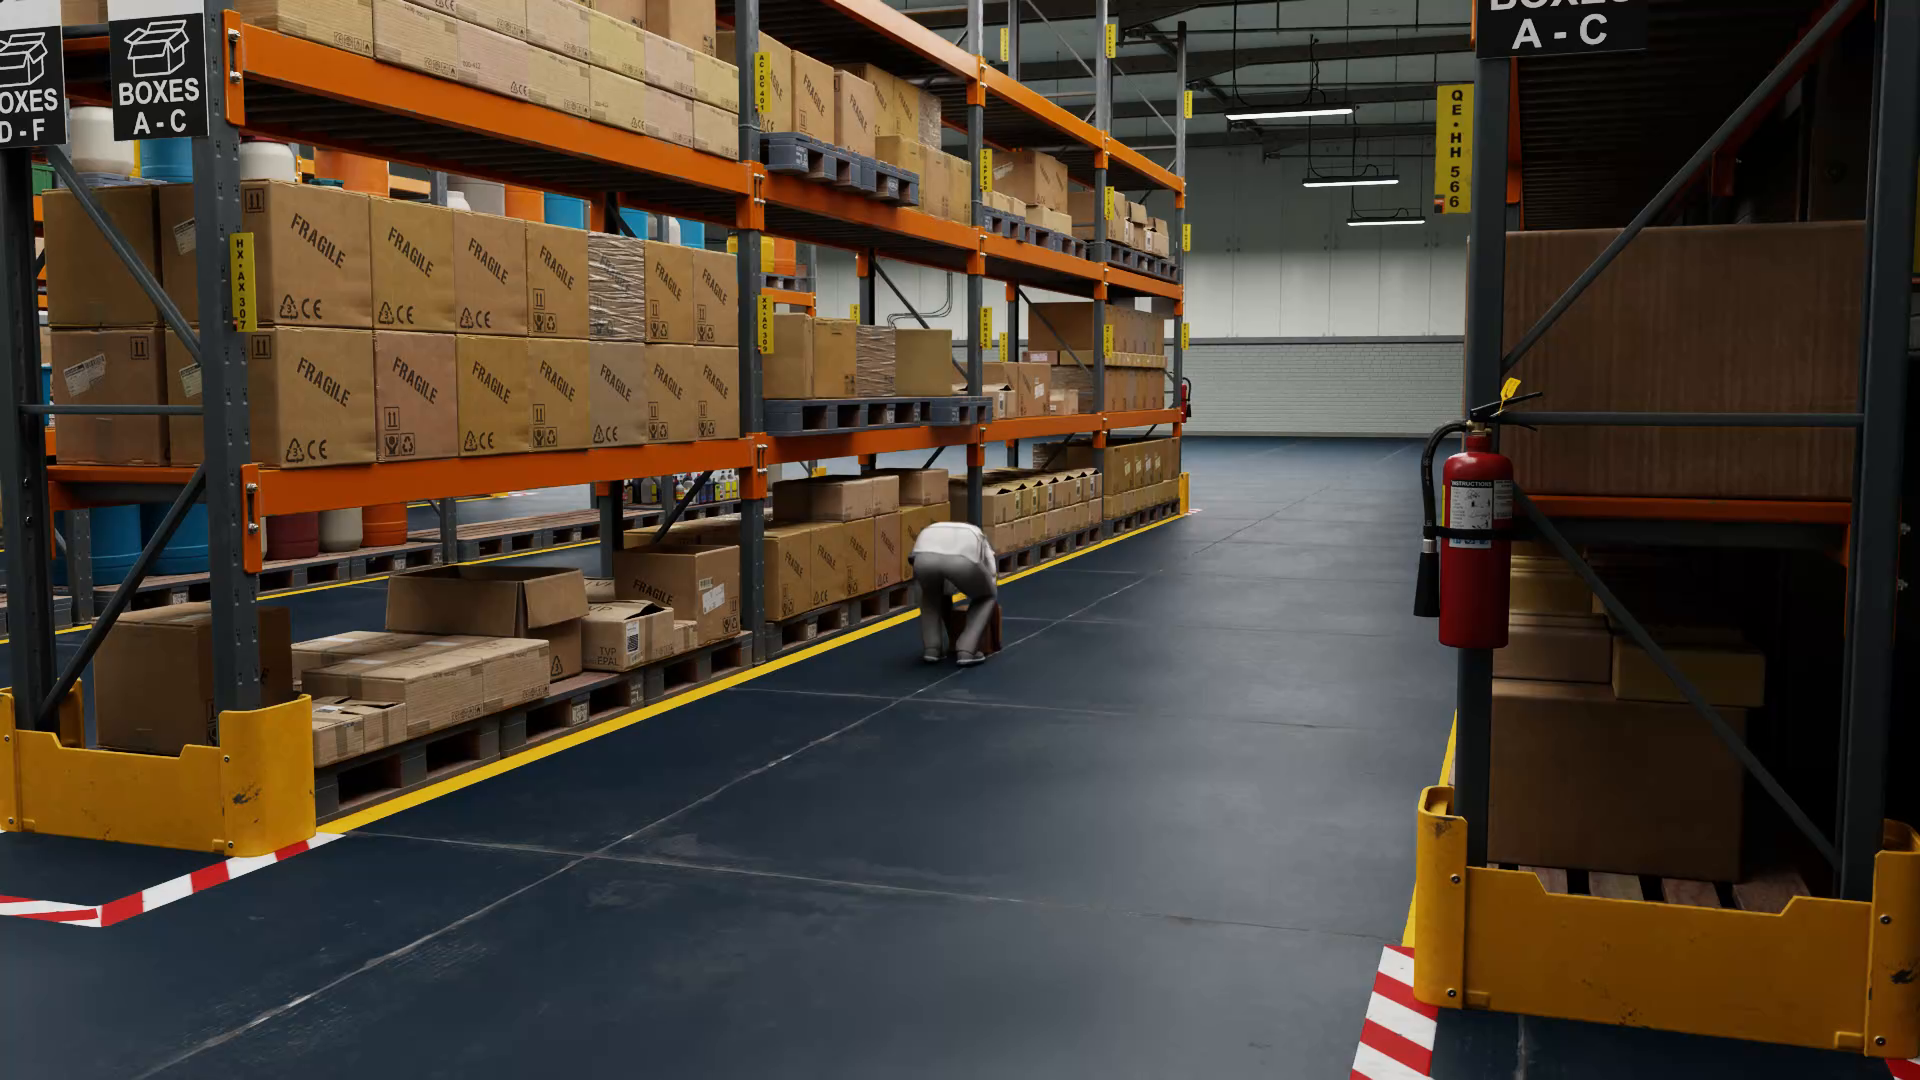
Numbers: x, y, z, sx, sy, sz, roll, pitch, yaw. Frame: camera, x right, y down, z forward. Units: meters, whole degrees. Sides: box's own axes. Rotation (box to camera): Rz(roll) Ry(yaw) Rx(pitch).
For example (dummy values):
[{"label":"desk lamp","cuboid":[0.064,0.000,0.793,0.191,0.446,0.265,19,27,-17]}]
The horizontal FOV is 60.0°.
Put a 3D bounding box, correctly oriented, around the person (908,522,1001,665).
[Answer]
[{"label":"person","cuboid":[-0.012,0.299,9.712,0.456,0.833,0.916,1,5,15]}]
